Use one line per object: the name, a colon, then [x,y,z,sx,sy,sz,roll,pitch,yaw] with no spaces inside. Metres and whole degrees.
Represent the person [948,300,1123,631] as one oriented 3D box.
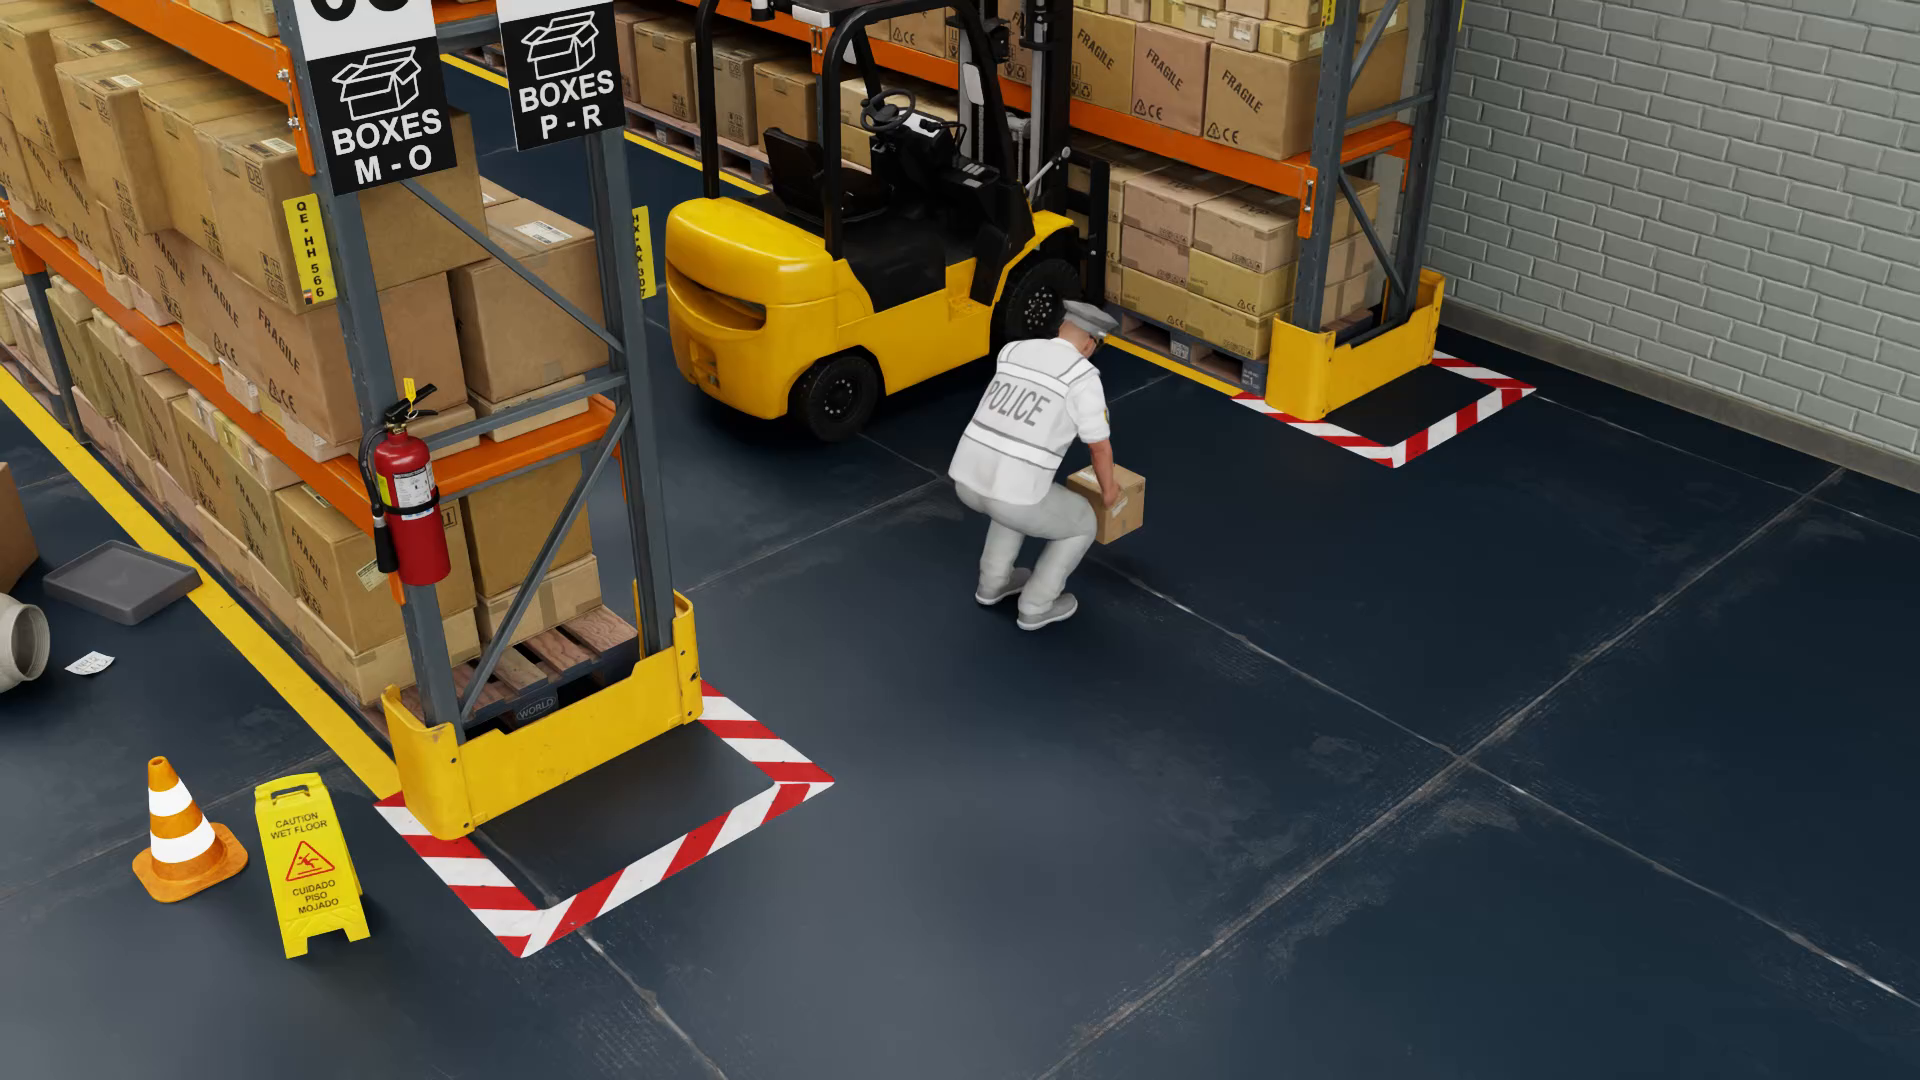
person: [0.320,-0.323,7.069,0.851,1.324,0.589,-26,40,-35]
